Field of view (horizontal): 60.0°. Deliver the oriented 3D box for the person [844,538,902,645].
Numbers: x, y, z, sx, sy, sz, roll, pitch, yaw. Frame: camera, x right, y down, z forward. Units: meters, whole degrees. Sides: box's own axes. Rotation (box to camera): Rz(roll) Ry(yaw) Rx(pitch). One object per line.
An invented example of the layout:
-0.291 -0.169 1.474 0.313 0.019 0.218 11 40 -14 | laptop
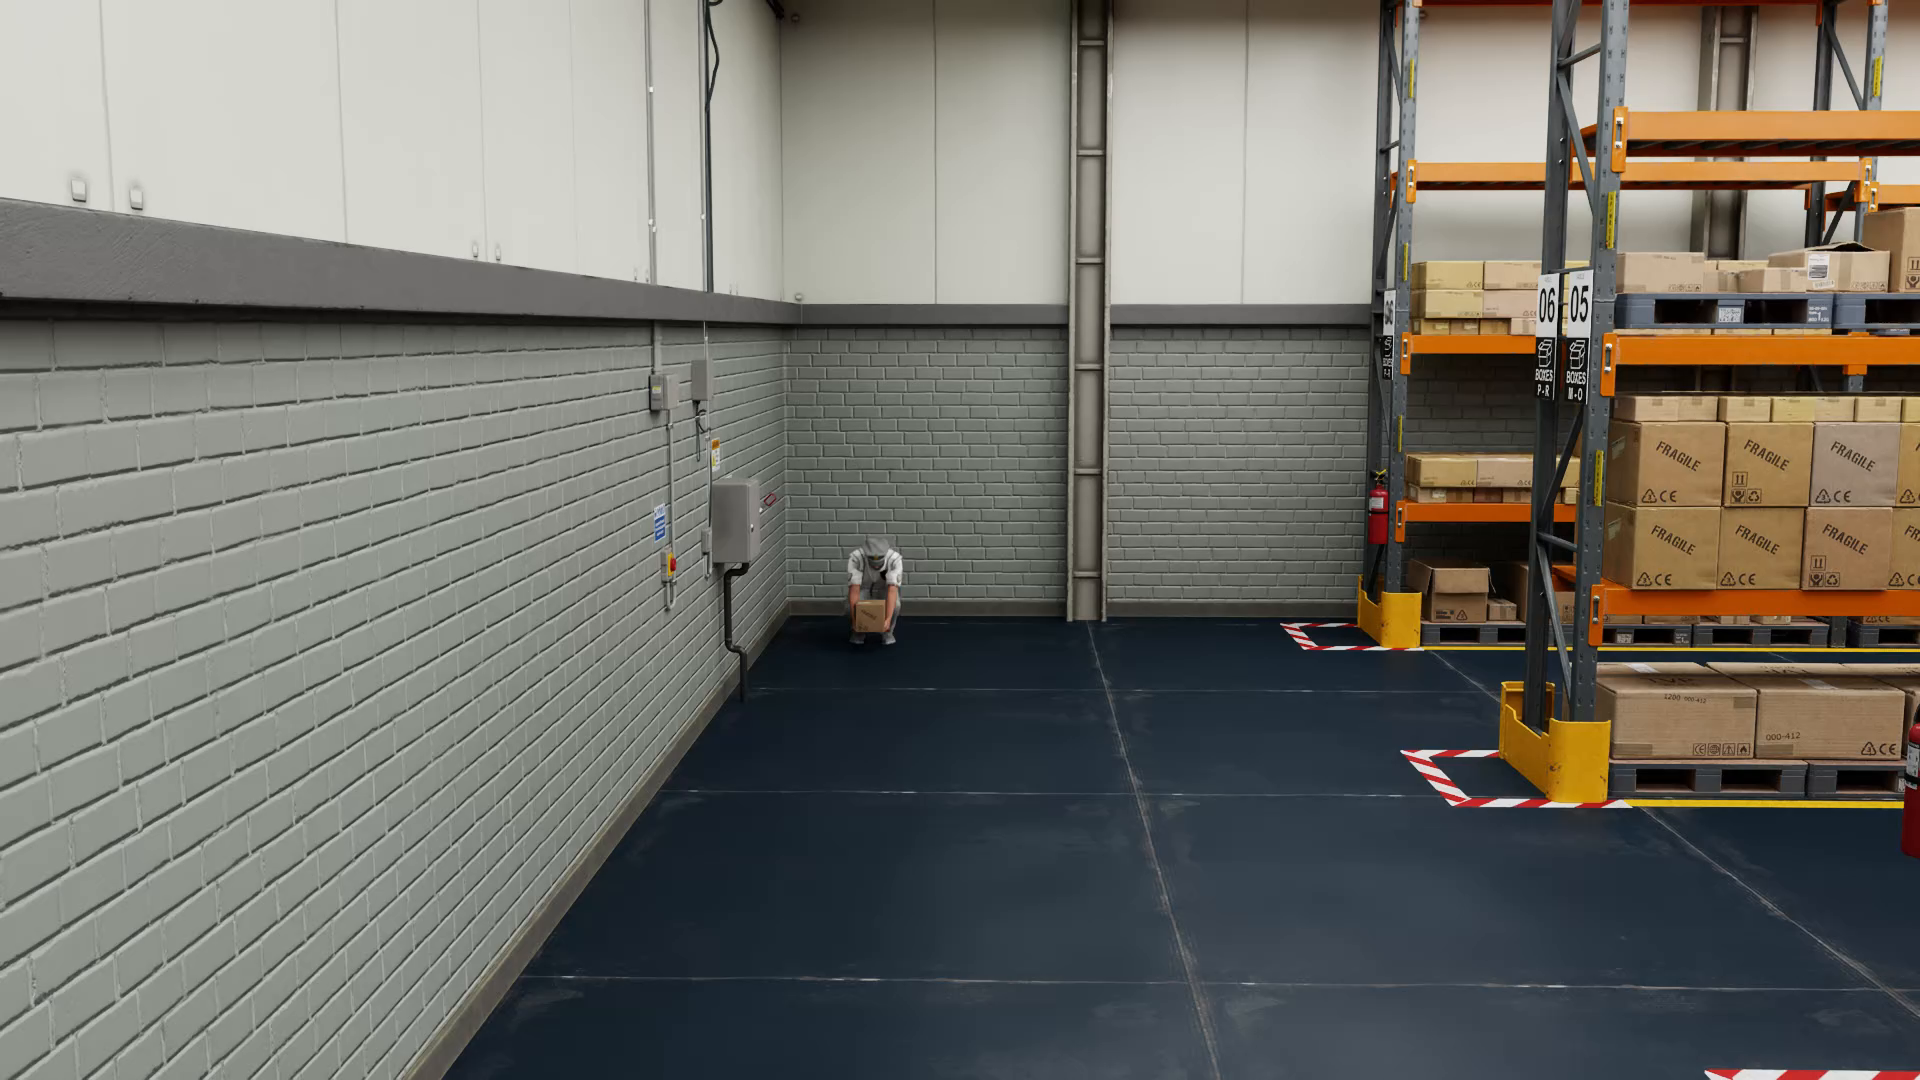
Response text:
-0.787 0.452 15.106 0.532 1.025 0.949 0 7 0 | person
